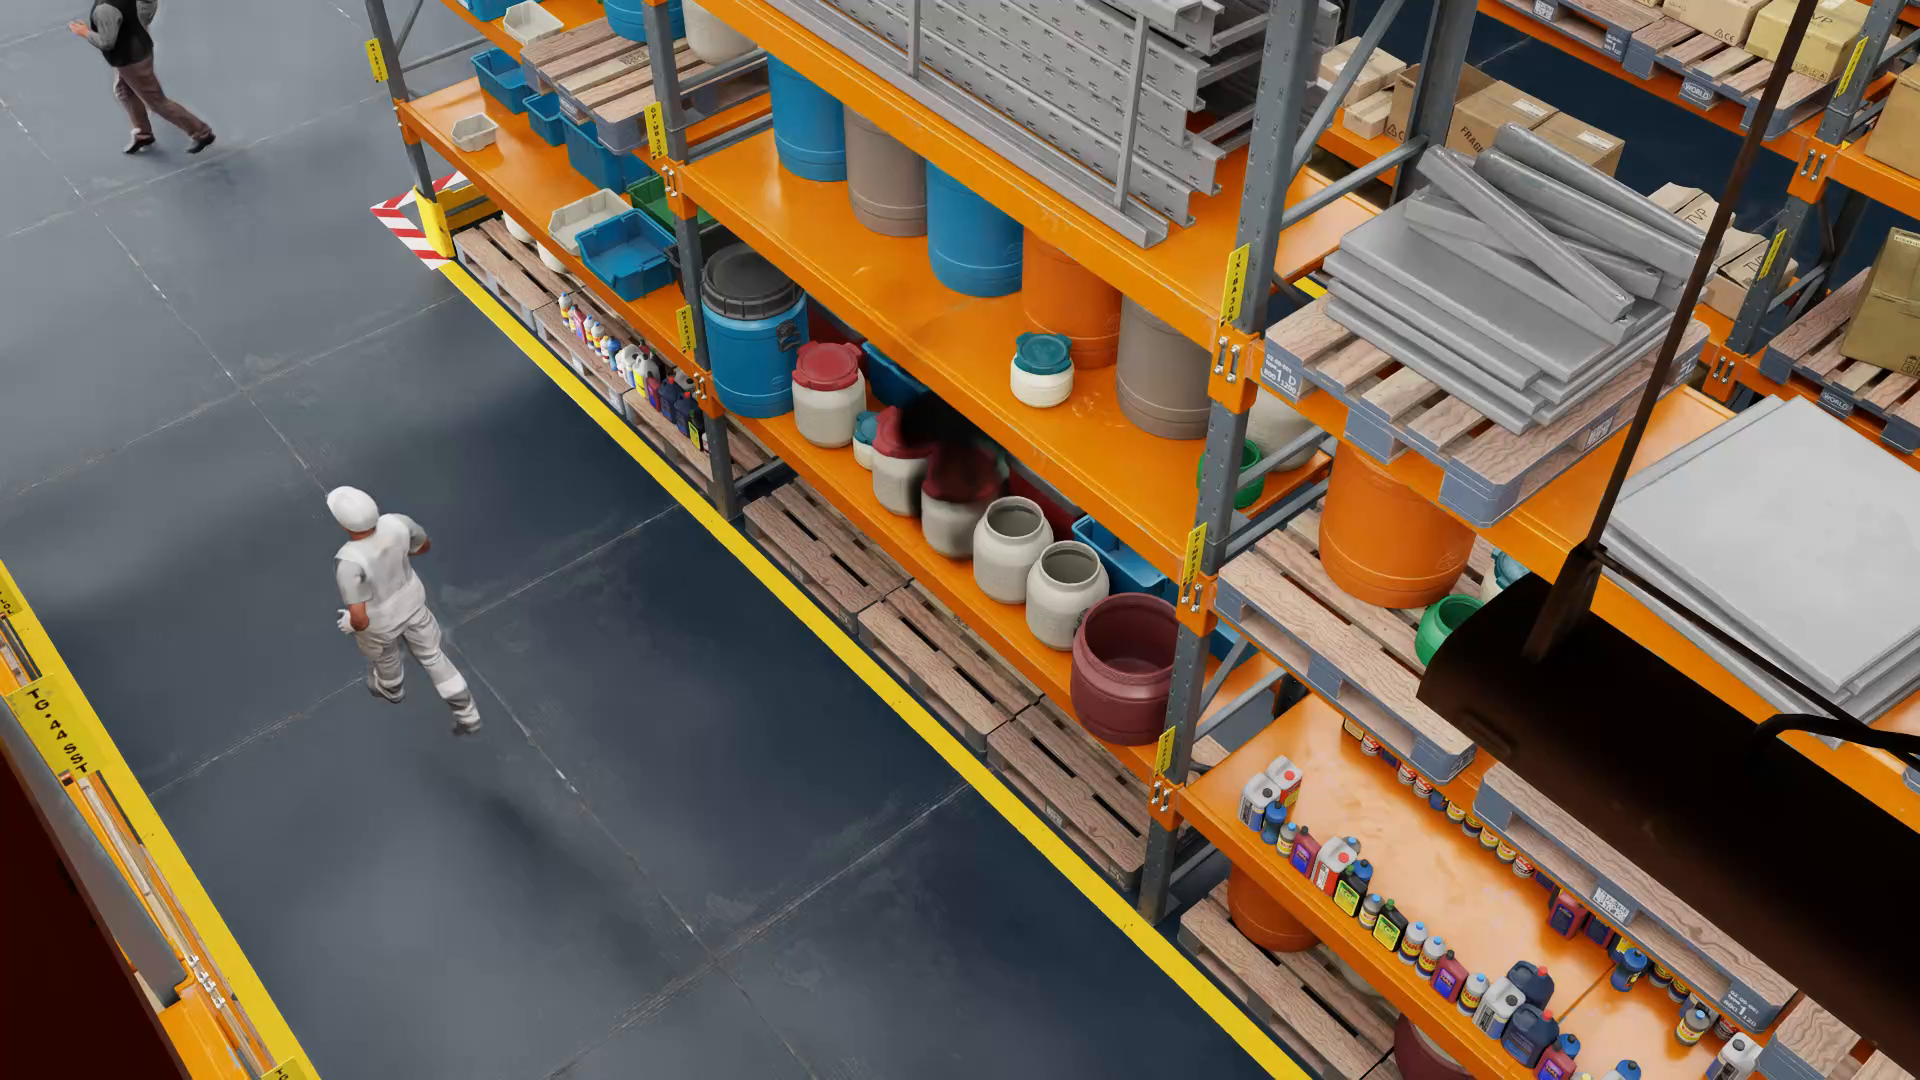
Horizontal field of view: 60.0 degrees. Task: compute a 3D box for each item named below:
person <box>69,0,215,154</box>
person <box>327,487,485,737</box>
[{"bbox_3d":[-6.671,-3.876,13.455,0.823,1.760,0.634,-7,47,-7],"label":"person"},{"bbox_3d":[-3.071,0.386,8.964,0.912,1.819,0.656,28,53,24],"label":"person"}]
